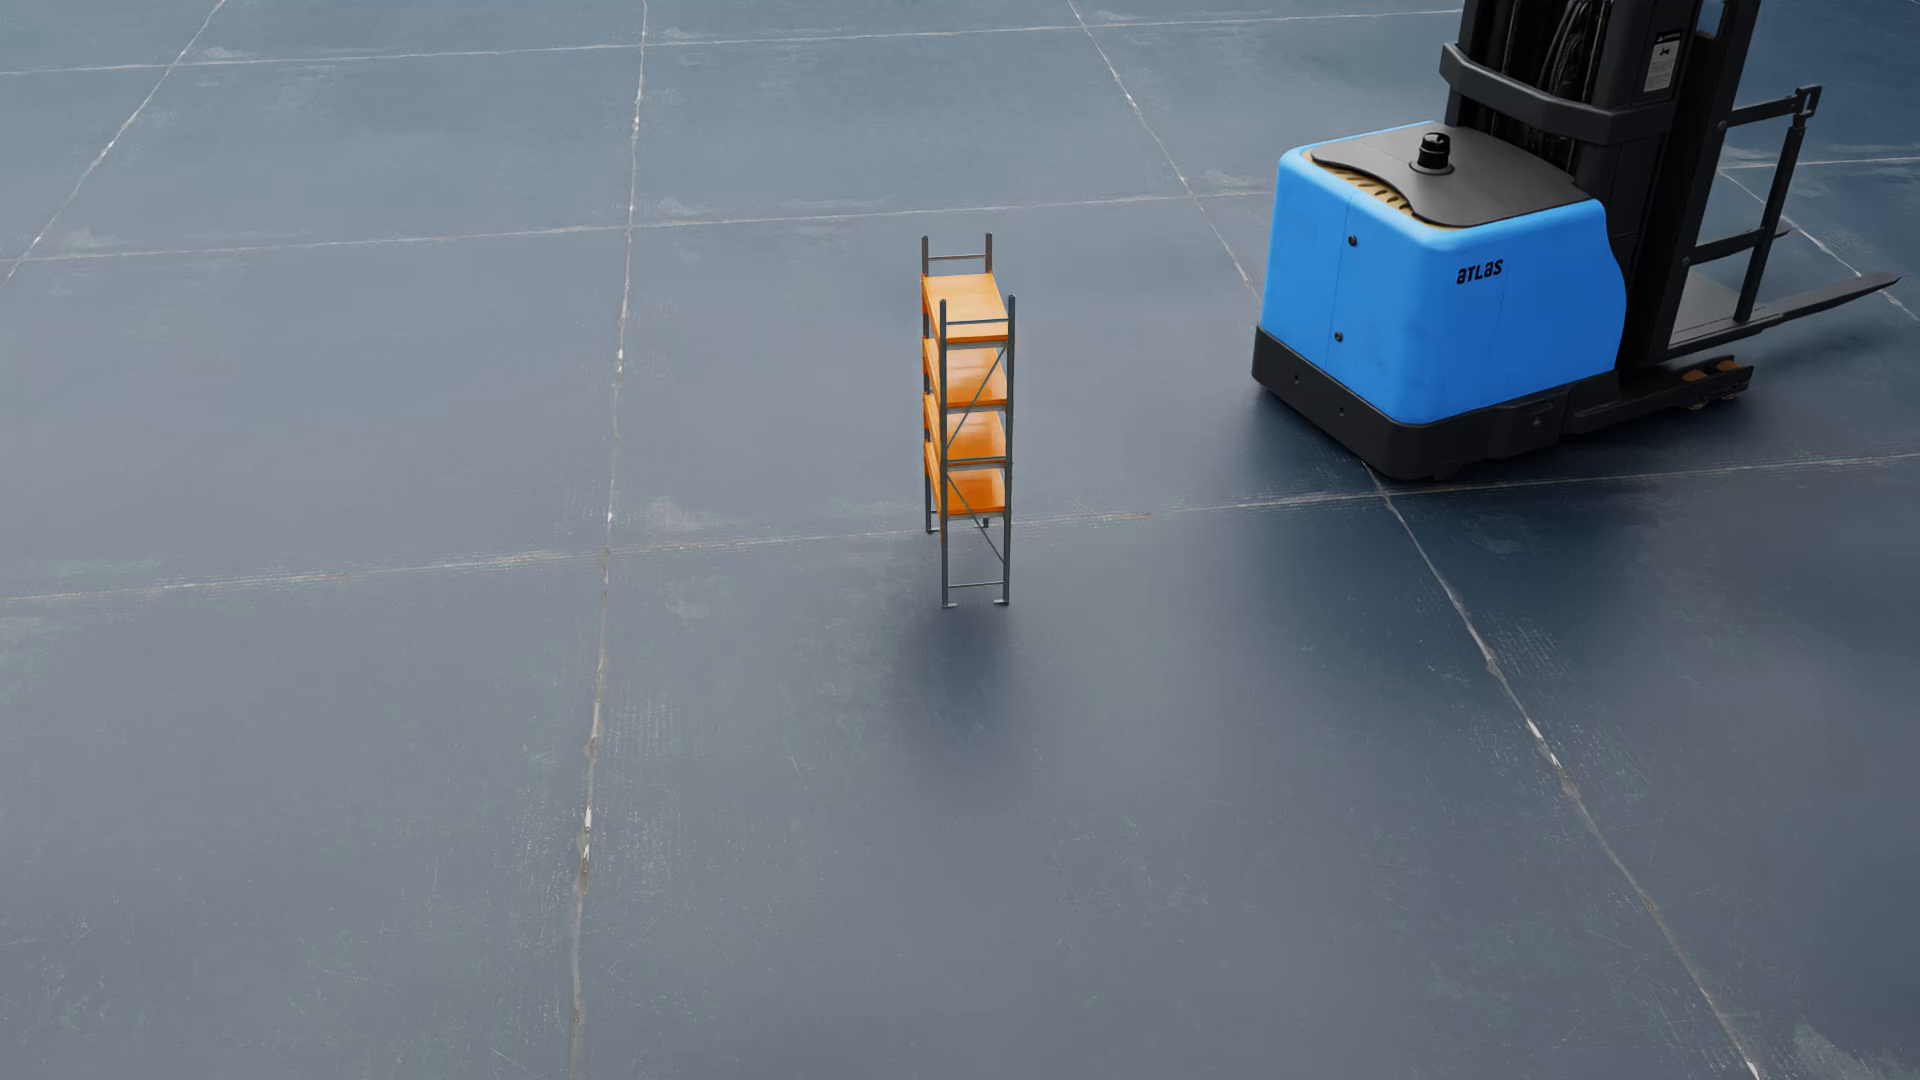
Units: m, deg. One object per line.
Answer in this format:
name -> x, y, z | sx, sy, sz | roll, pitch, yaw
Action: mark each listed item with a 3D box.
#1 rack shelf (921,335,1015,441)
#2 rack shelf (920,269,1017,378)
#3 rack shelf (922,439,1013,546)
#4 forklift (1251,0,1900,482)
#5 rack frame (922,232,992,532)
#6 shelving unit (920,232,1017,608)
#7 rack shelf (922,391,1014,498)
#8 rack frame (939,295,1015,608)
rack shelf -> 0.022, -0.533, 5.688 | 0.258, 0.148, 0.480 | -4, 35, -6
rack shelf -> 0.022, -0.728, 5.555 | 0.258, 0.148, 0.480 | -4, 35, -6
rack shelf -> 0.022, -0.184, 5.926 | 0.258, 0.148, 0.480 | -4, 35, -6
forklift -> 2.808, -2.012, 6.599 | 3.031, 2.935, 1.130 | -16, 37, -22
rack frame -> -0.011, -0.540, 5.976 | 0.240, 1.200, 0.015 | -4, 35, -6
shelving unit -> 0.022, -0.403, 5.777 | 0.258, 1.200, 0.503 | -4, 35, -6
rack shelf -> 0.022, -0.348, 5.814 | 0.258, 0.148, 0.480 | -4, 35, -6
rack frame -> 0.055, -0.267, 5.577 | 0.240, 1.200, 0.015 | -4, 35, -6
